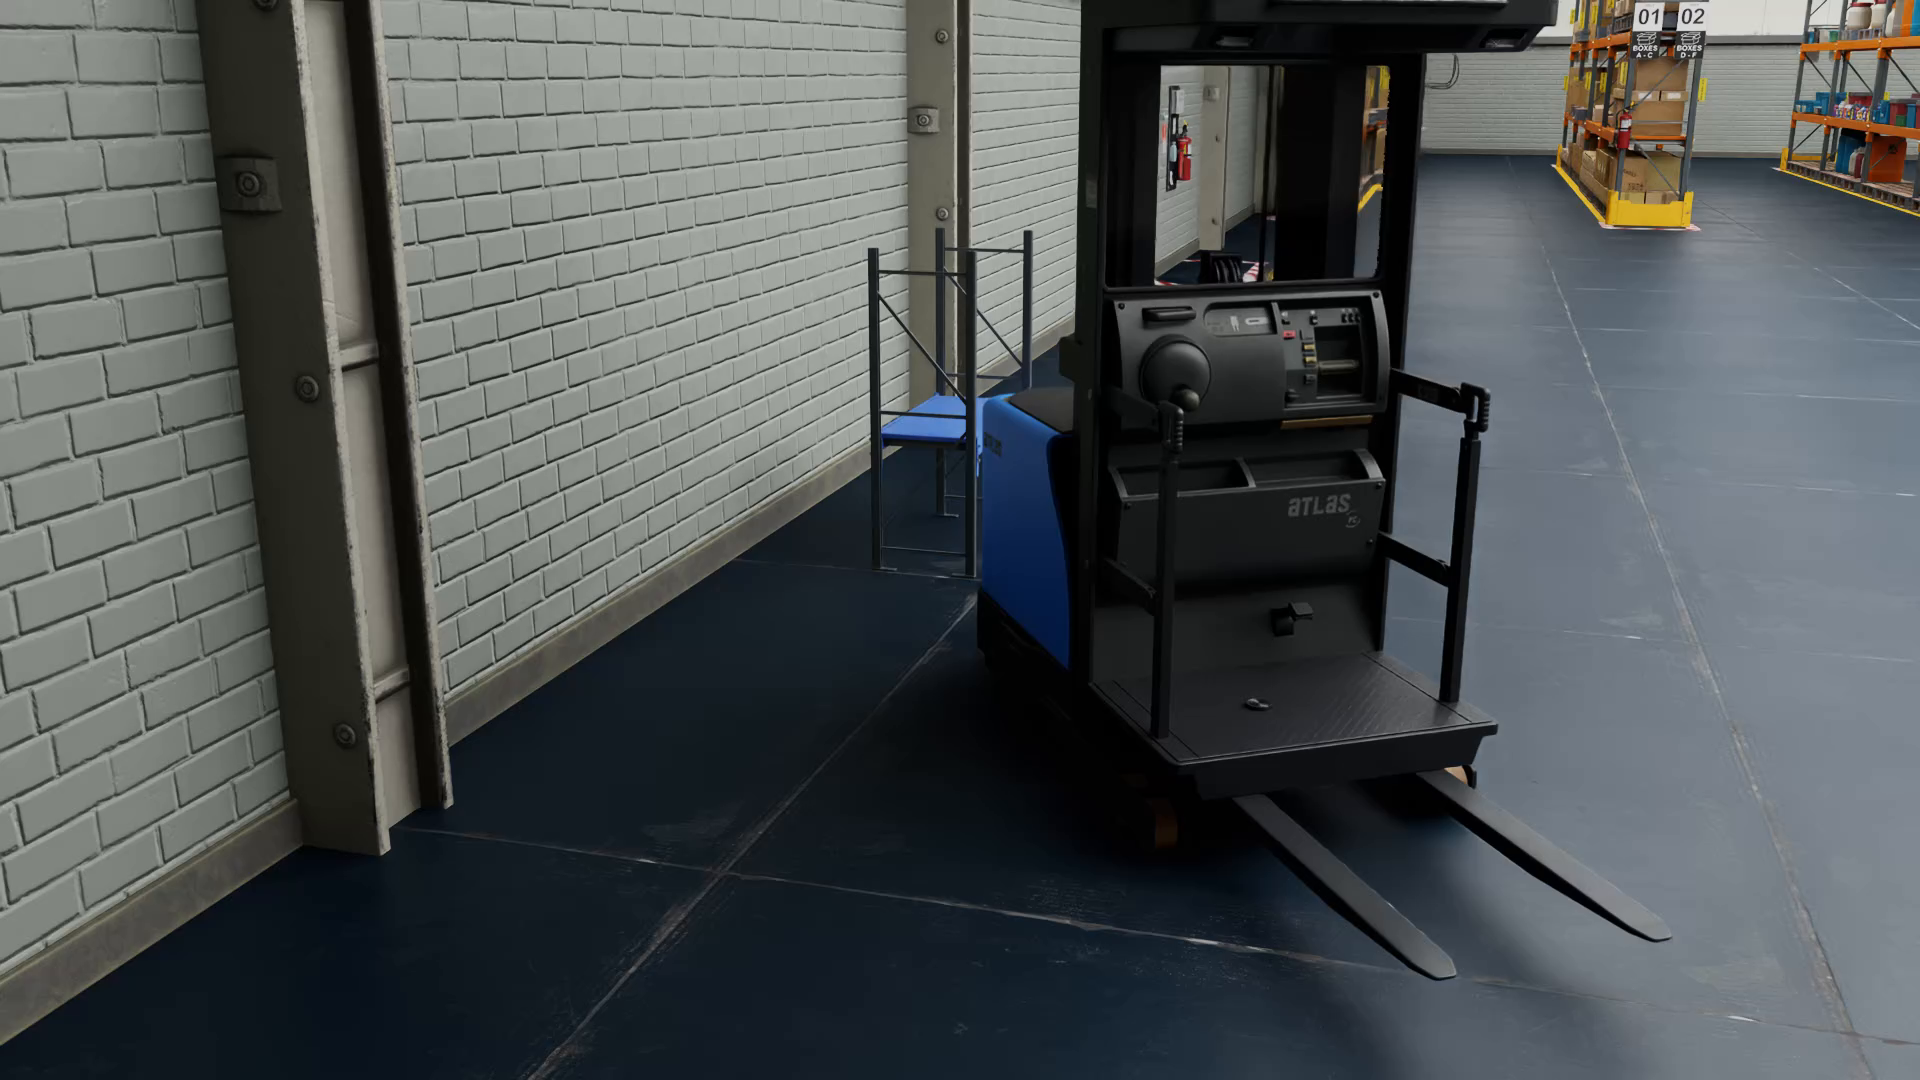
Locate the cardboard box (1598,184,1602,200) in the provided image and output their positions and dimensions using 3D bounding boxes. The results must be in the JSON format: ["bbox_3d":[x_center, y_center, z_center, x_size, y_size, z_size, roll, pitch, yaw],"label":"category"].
[{"bbox_3d":[10.656,-5.640,26.987,0.500,0.250,0.500,5,16,16],"label":"cardboard box"}]

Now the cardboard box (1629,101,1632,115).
[{"bbox_3d":[10.661,-6.511,25.606,0.700,0.500,0.500,5,17,17],"label":"cardboard box"}]

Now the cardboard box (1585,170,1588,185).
[{"bbox_3d":[11.785,-6.660,30.583,0.500,0.250,0.500,5,17,17],"label":"cardboard box"}]

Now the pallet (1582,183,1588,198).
[{"bbox_3d":[12.025,-6.425,30.596,1.003,0.211,1.213,5,16,16],"label":"pallet"}]

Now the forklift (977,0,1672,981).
[{"bbox_3d":[0.988,-0.590,5.038,1.130,2.935,3.031,-5,17,-16],"label":"forklift"}]

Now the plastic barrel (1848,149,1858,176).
[{"bbox_3d":[17.912,-7.497,33.053,0.421,0.512,0.421,0,16,0],"label":"plastic barrel"}]

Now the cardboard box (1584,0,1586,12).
[{"bbox_3d":[14.294,-11.840,37.063,0.700,0.500,0.500,5,16,16],"label":"cardboard box"}]

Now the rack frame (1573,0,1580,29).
[{"bbox_3d":[14.919,-13.276,38.646,1.000,3.000,0.127,5,16,16],"label":"rack frame"}]

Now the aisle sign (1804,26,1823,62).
[{"bbox_3d":[19.402,-11.298,37.900,0.394,0.787,0.004,5,16,16],"label":"aisle sign"}]

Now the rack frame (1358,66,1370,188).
[{"bbox_3d":[6.758,-7.634,29.747,1.000,3.000,0.127,5,16,16],"label":"rack frame"}]

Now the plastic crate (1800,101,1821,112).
[{"bbox_3d":[19.094,-9.742,37.377,0.416,0.233,0.300,5,16,16],"label":"plastic crate"}]

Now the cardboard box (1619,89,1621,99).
[{"bbox_3d":[10.884,-7.218,26.909,0.380,0.149,0.250,4,16,14],"label":"cardboard box"}]

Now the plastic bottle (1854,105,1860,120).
[{"bbox_3d":[17.424,-8.294,32.288,0.061,0.283,0.133,5,16,16],"label":"plastic bottle"}]

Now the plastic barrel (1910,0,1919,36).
[{"bbox_3d":[16.565,-9.042,28.296,0.600,0.901,0.708,5,16,16],"label":"plastic barrel"}]

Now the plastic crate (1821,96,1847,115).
[{"bbox_3d":[18.336,-9.128,34.935,0.392,0.384,0.575,5,16,16],"label":"plastic crate"}]

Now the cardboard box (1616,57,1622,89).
[{"bbox_3d":[11.389,-7.806,27.794,0.700,0.500,0.500,5,17,16],"label":"cardboard box"}]

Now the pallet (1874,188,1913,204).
[{"bbox_3d":[16.787,-6.053,29.283,1.003,0.211,1.213,5,16,16],"label":"pallet"}]

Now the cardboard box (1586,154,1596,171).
[{"bbox_3d":[11.781,-6.926,30.493,0.500,0.311,0.500,4,16,15],"label":"cardboard box"}]

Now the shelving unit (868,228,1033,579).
[{"bbox_3d":[-0.024,-0.699,8.046,0.538,1.500,1.048,5,16,16],"label":"shelving unit"}]

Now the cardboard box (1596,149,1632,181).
[{"bbox_3d":[10.942,-6.262,27.806,0.500,0.500,0.500,5,16,16],"label":"cardboard box"}]

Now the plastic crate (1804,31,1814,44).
[{"bbox_3d":[19.290,-11.306,37.436,0.497,0.269,0.590,5,16,16],"label":"plastic crate"}]

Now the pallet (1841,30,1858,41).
[{"bbox_3d":[18.401,-10.098,33.284,1.213,0.211,1.003,5,16,16],"label":"pallet"}]

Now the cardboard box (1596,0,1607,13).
[{"bbox_3d":[13.192,-10.610,33.606,0.600,0.600,0.600,4,16,14],"label":"cardboard box"}]

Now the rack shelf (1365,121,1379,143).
[{"bbox_3d":[7.326,-7.811,31.690,1.077,0.370,4.000,5,16,16],"label":"rack shelf"}]

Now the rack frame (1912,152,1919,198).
[{"bbox_3d":[16.257,-6.866,27.038,1.000,3.000,0.127,5,16,16],"label":"rack frame"}]

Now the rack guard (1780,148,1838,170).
[{"bbox_3d":[19.661,-8.810,38.474,1.175,0.500,0.348,5,16,16],"label":"rack guard"}]

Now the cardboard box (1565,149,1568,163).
[{"bbox_3d":[13.885,-8.629,37.377,0.500,0.311,0.500,5,16,16],"label":"cardboard box"}]

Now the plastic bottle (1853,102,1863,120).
[{"bbox_3d":[17.509,-8.365,32.414,0.144,0.351,0.185,5,16,16],"label":"plastic bottle"}]

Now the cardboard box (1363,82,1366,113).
[{"bbox_3d":[6.483,-7.387,27.738,0.500,0.500,0.500,5,17,18],"label":"cardboard box"}]

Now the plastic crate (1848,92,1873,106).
[{"bbox_3d":[19.024,-9.233,35.155,0.402,0.464,0.583,5,16,16],"label":"plastic crate"}]

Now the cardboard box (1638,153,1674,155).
[{"bbox_3d":[11.166,-5.960,26.739,0.500,0.500,0.500,5,16,16],"label":"cardboard box"}]

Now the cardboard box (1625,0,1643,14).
[{"bbox_3d":[10.446,-8.166,25.375,0.500,0.250,0.500,5,16,16],"label":"cardboard box"}]

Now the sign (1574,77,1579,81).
[{"bbox_3d":[13.260,-9.800,35.798,0.100,0.325,0.005,5,16,16],"label":"sign"}]

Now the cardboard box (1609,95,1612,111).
[{"bbox_3d":[12.184,-7.905,30.520,0.500,0.500,0.500,4,16,13],"label":"cardboard box"}]

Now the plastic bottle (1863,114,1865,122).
[{"bbox_3d":[17.215,-8.045,31.559,0.097,0.201,0.097,0,16,0],"label":"plastic bottle"}]

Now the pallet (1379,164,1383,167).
[{"bbox_3d":[8.885,-8.178,36.774,1.003,0.211,1.213,5,16,16],"label":"pallet"}]

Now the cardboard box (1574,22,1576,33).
[{"bbox_3d":[14.374,-11.757,38.146,0.500,0.250,0.500,5,16,16],"label":"cardboard box"}]

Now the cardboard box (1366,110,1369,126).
[{"bbox_3d":[6.914,-7.424,29.245,0.500,0.250,0.500,5,16,16],"label":"cardboard box"}]

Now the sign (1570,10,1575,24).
[{"bbox_3d":[14.398,-12.296,39.084,0.100,0.325,0.005,5,16,16],"label":"sign"}]

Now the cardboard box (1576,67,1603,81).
[{"bbox_3d":[13.678,-10.025,36.162,0.500,0.500,0.500,5,17,16],"label":"cardboard box"}]

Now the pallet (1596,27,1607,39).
[{"bbox_3d":[12.538,-9.465,31.052,1.213,0.211,1.003,5,17,18],"label":"pallet"}]

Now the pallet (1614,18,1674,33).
[{"bbox_3d":[11.291,-8.426,27.205,1.003,0.211,1.213,5,16,16],"label":"pallet"}]

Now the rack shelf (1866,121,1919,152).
[{"bbox_3d":[16.825,-7.043,28.981,1.077,0.370,4.000,5,16,16],"label":"rack shelf"}]

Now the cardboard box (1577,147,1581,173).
[{"bbox_3d":[12.833,-7.705,33.771,0.500,0.500,0.500,4,16,14],"label":"cardboard box"}]

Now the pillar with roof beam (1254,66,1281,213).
[{"bbox_3d":[9.118,-9.390,24.944,9.100,9.000,0.400,5,16,16],"label":"pillar with roof beam"}]

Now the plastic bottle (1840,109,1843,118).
[{"bbox_3d":[17.842,-8.622,33.595,0.097,0.201,0.097,0,16,0],"label":"plastic bottle"}]

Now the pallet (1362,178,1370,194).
[{"bbox_3d":[7.323,-6.816,31.975,1.003,0.211,1.213,5,16,16],"label":"pallet"}]

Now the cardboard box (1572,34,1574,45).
[{"bbox_3d":[14.529,-11.647,38.671,0.500,0.250,0.500,5,16,16],"label":"cardboard box"}]
